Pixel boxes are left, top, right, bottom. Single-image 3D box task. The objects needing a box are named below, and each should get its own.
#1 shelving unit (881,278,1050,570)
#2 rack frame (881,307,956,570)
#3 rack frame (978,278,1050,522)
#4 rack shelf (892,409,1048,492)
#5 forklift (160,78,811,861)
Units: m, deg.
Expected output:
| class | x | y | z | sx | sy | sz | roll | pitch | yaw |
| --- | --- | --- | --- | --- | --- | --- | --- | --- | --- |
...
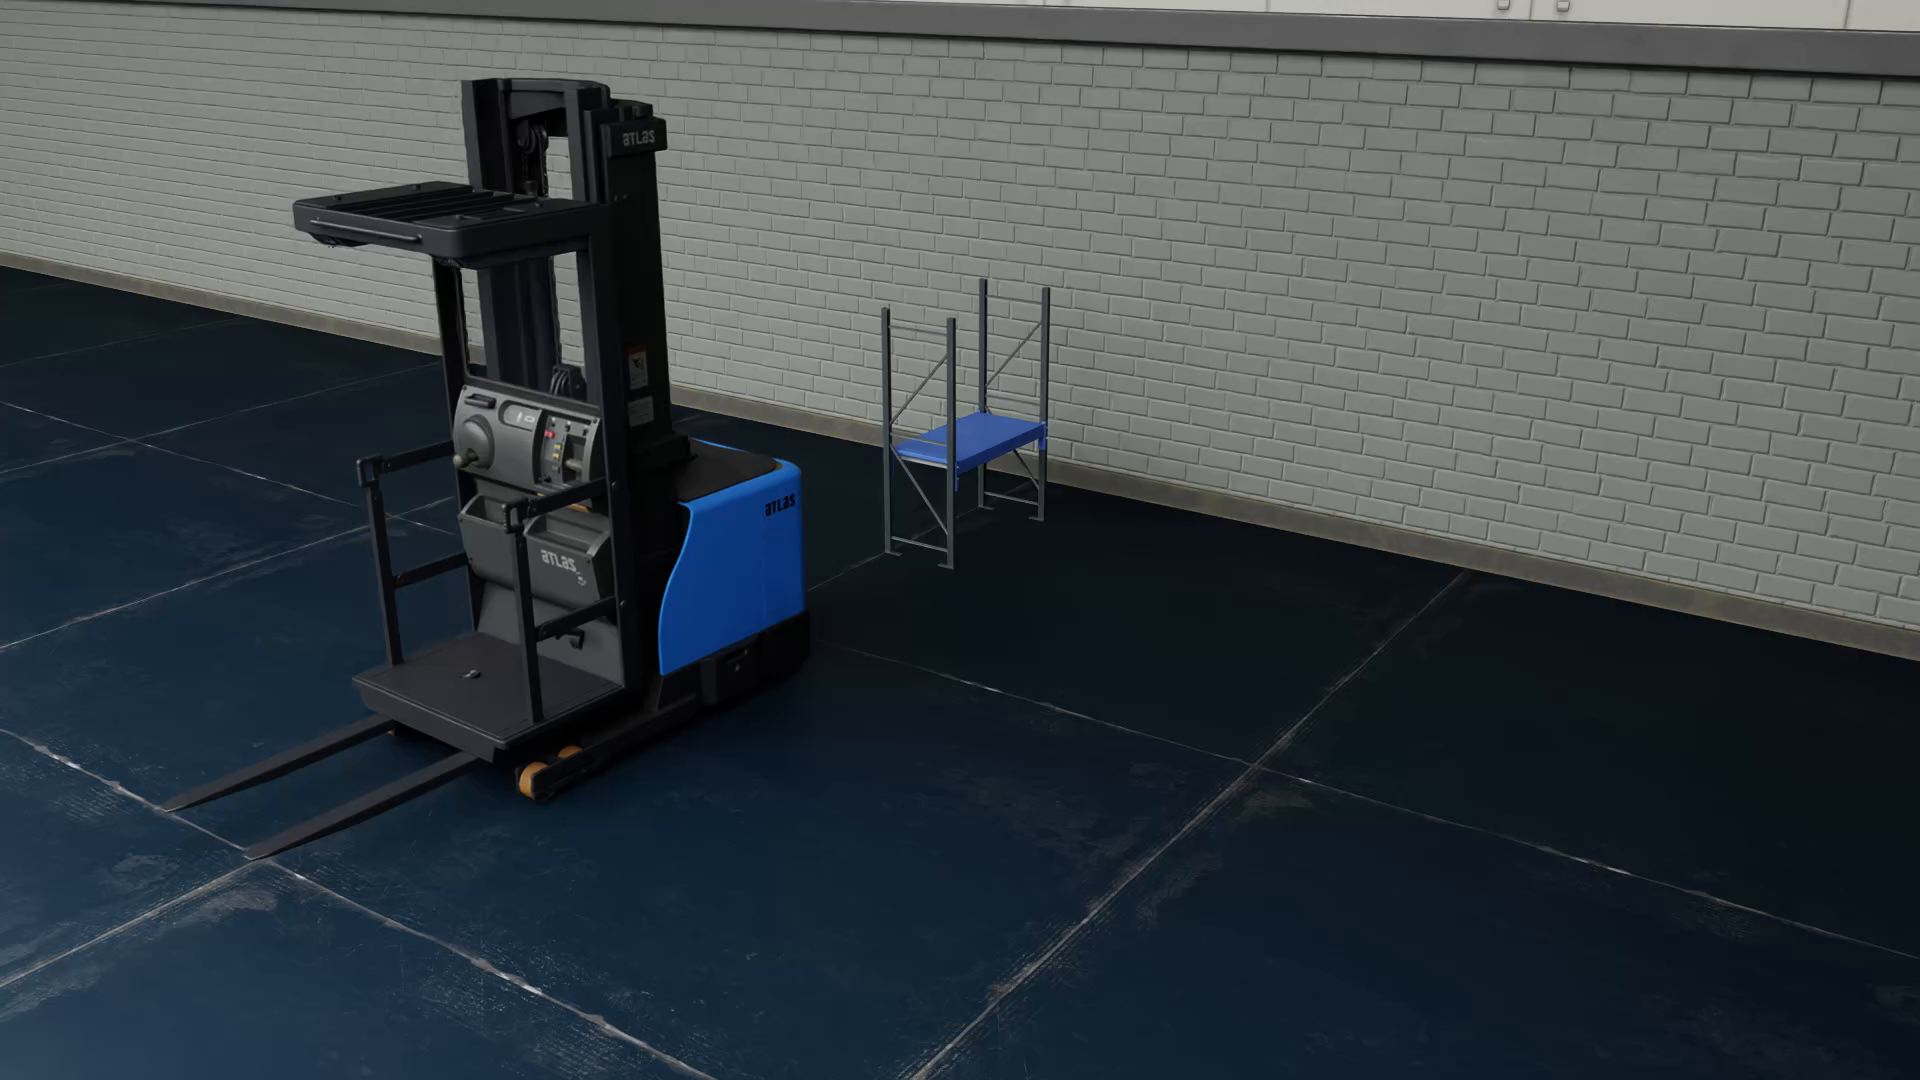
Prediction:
| class | x | y | z | sx | sy | sz | roll | pitch | yaw |
| --- | --- | --- | --- | --- | --- | --- | --- | --- | --- |
| shelving unit | 0.048 | -0.728 | 10.071 | 0.538 | 1.500 | 1.048 | 13 | 24 | 32 |
| rack frame | -0.238 | -0.582 | 9.677 | 0.500 | 1.500 | 0.032 | 13 | 24 | 32 |
| rack frame | 0.334 | -0.874 | 10.465 | 0.500 | 1.500 | 0.032 | 13 | 24 | 32 |
| rack shelf | 0.048 | -0.559 | 10.133 | 0.538 | 0.185 | 1.000 | 13 | 24 | 32 |
| forklift | -2.053 | -0.436 | 7.218 | 1.130 | 2.935 | 3.031 | 15 | 25 | 34 |
